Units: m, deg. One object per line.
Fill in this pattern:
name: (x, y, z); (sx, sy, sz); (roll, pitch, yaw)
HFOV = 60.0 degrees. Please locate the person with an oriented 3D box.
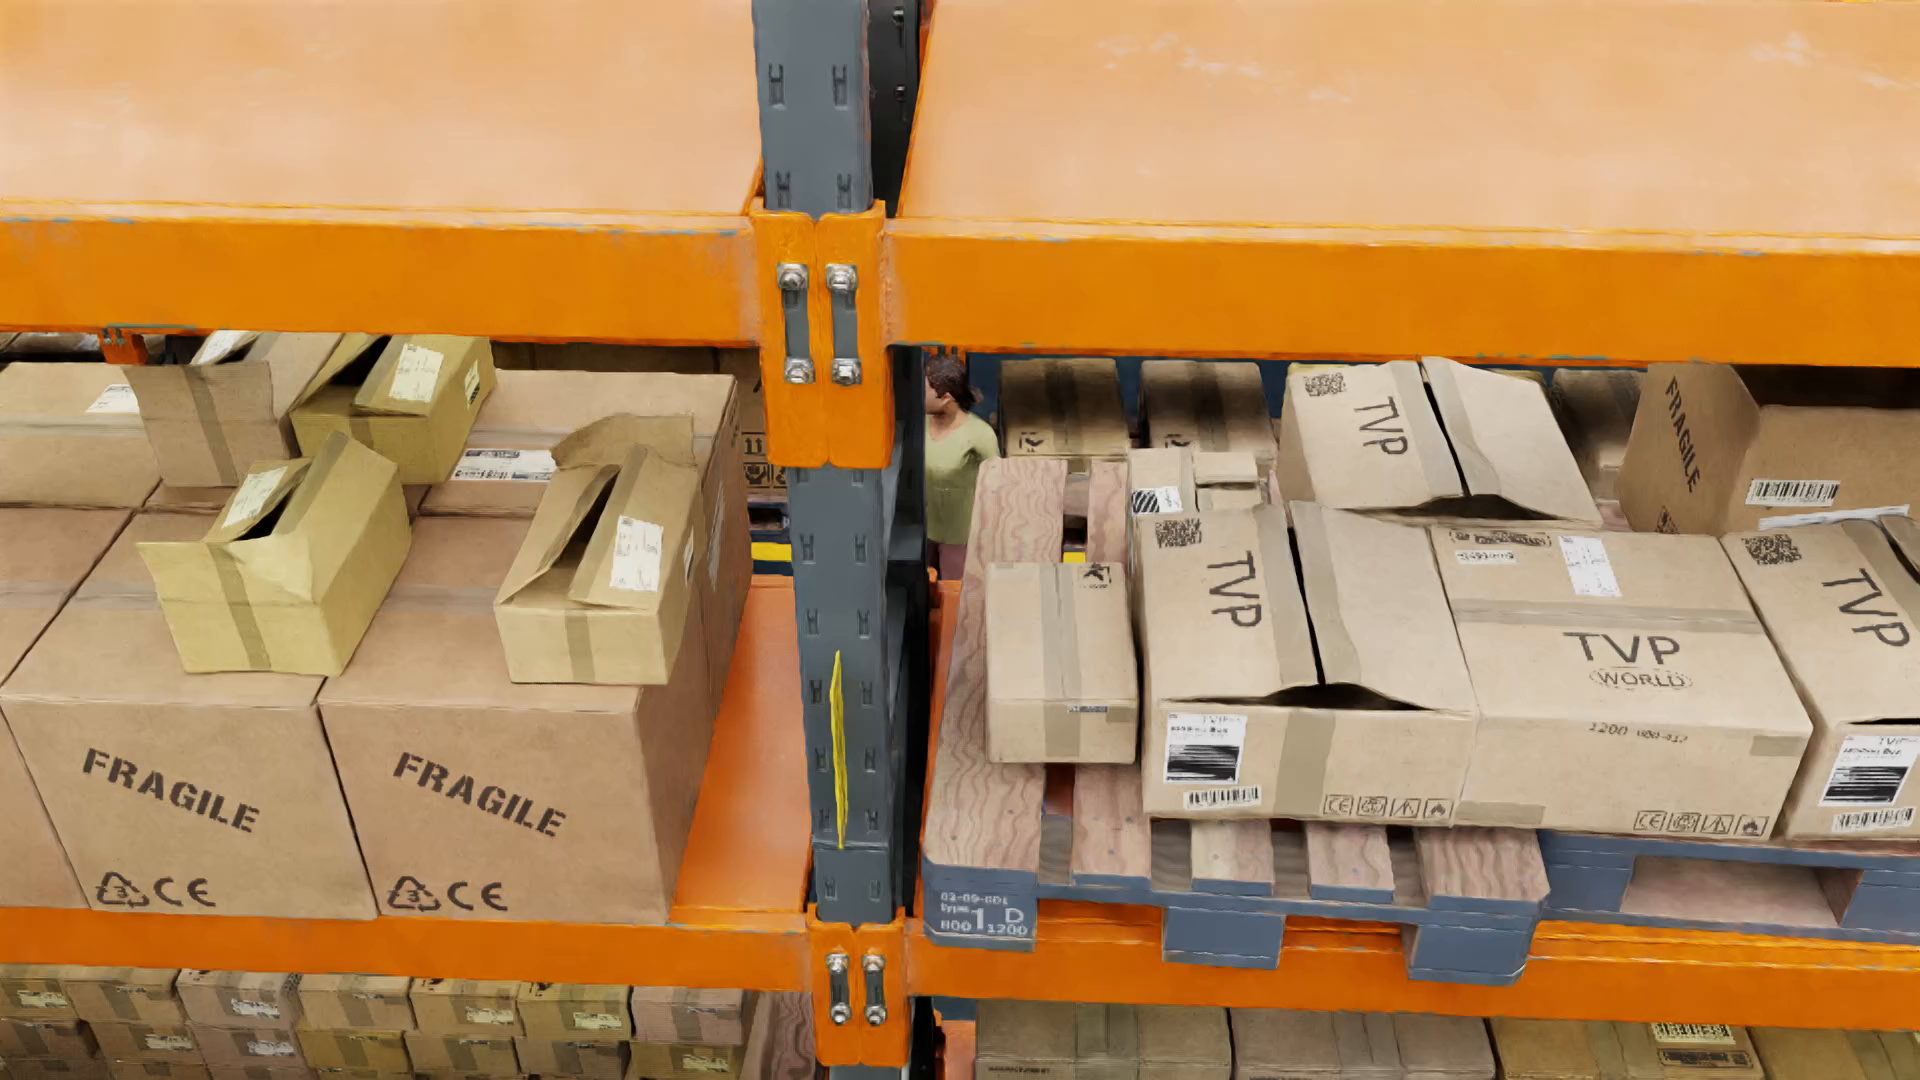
person: (-0.100, -0.014, 7.115); (0.478, 1.678, 0.486); (22, 41, 27)
